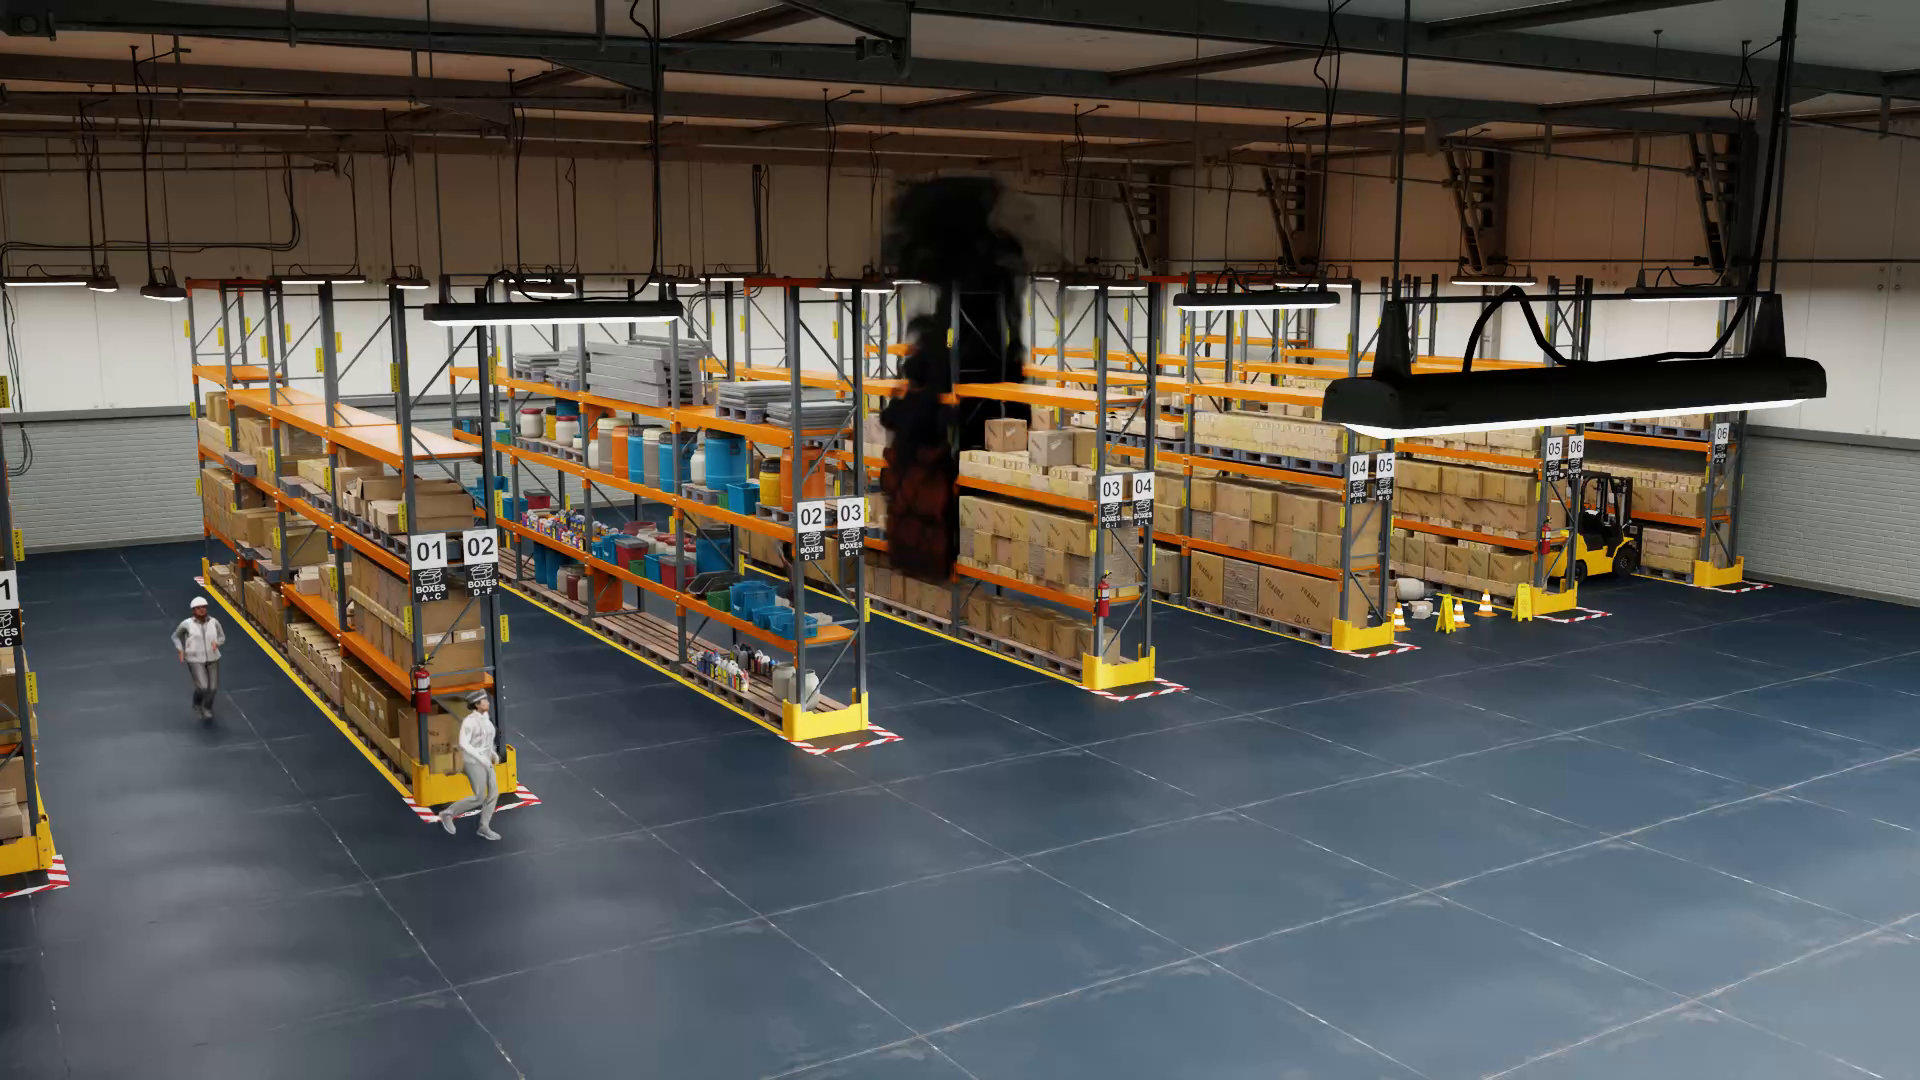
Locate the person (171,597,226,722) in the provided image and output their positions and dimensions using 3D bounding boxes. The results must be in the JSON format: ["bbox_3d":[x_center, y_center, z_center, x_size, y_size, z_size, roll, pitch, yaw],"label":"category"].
[{"bbox_3d":[-10.413,1.650,22.887,0.639,1.736,0.651,-9,13,-41],"label":"person"}]

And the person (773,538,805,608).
[{"bbox_3d":[-2.840,0.444,28.694,0.642,1.773,0.544,-8,13,-41],"label":"person"}]

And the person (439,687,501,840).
[{"bbox_3d":[-5.398,2.461,18.490,0.659,1.665,0.669,1,10,5],"label":"person"}]

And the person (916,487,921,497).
[{"bbox_3d":[-0.810,-1.508,41.837,0.630,1.751,0.730,7,12,37],"label":"person"}]
